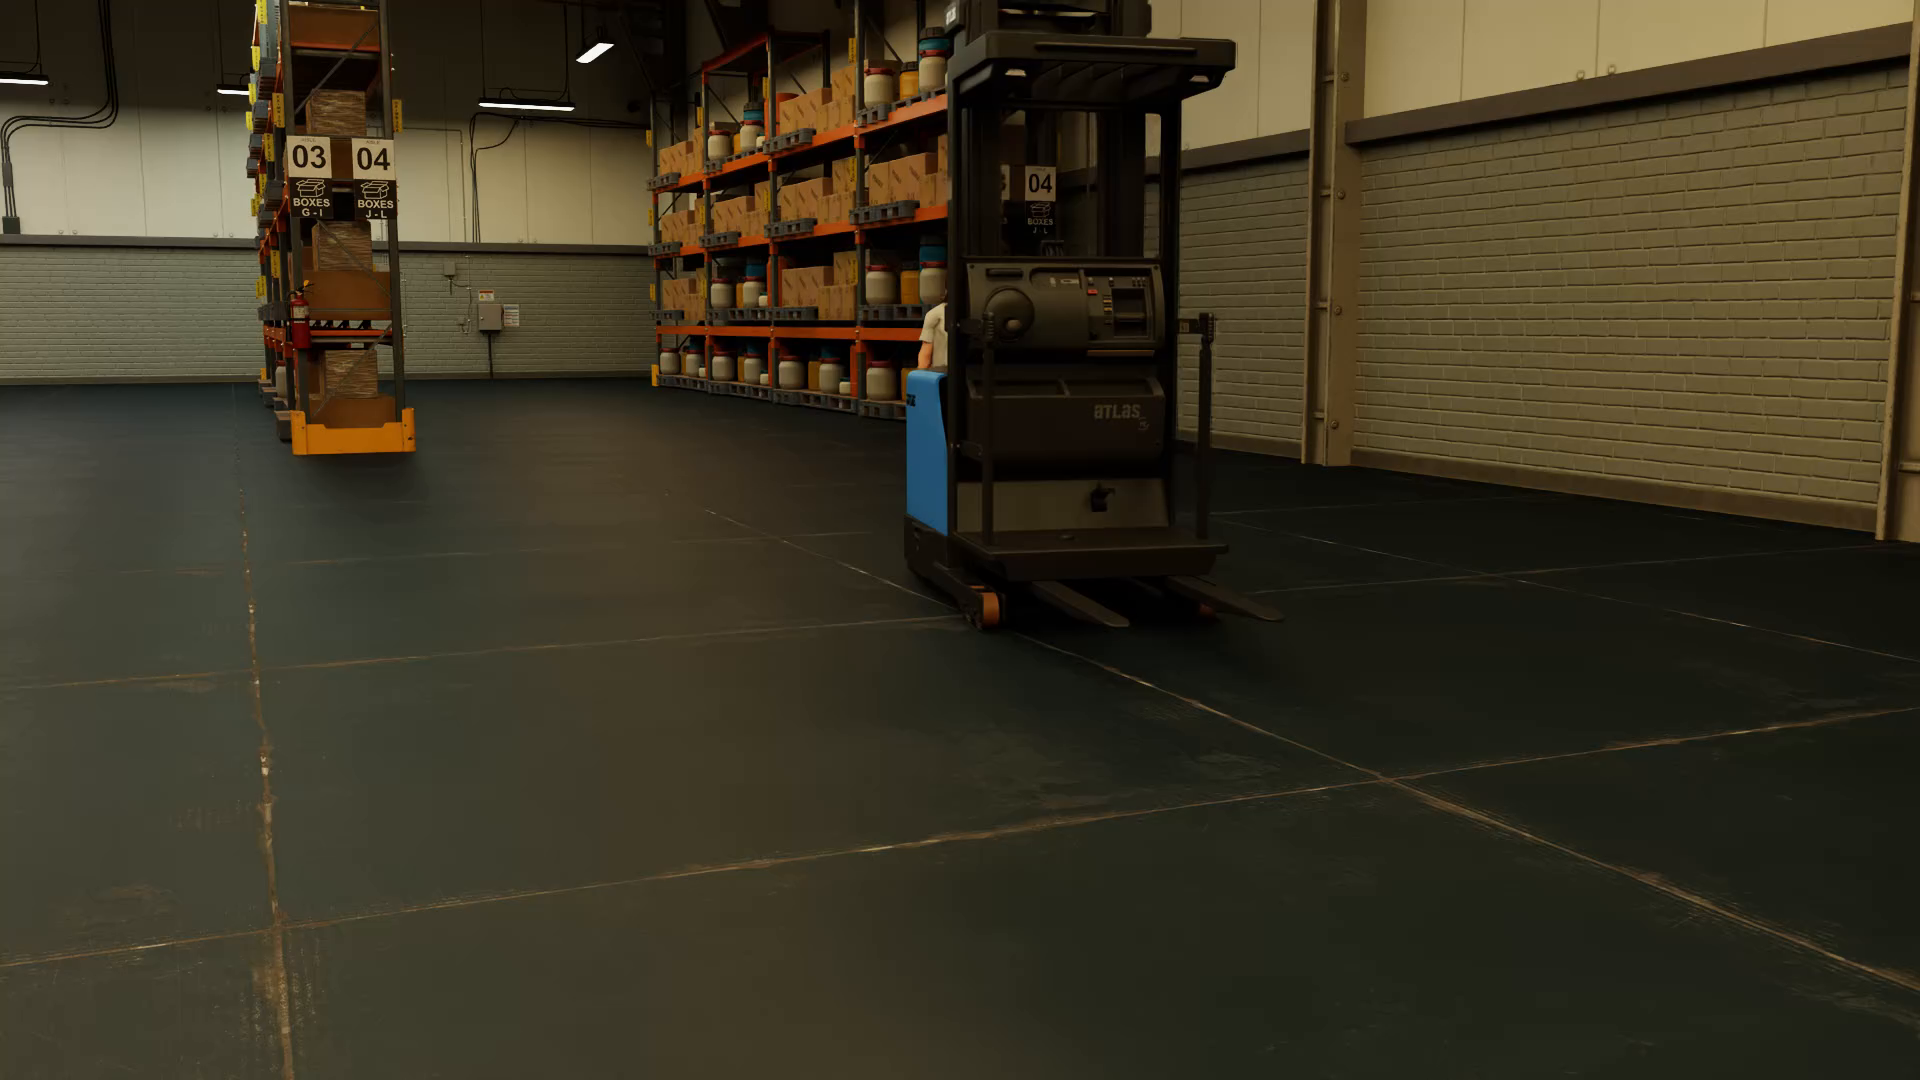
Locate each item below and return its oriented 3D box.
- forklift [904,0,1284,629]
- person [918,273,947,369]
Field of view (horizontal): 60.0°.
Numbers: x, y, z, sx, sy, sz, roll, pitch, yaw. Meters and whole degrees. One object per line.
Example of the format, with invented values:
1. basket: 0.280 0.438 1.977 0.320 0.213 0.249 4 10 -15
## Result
1. forklift: 0.539 -1.119 7.429 1.130 2.935 3.031 -2 8 -13
2. person: 0.017 -0.828 9.971 0.550 1.673 0.548 -3 8 -23
